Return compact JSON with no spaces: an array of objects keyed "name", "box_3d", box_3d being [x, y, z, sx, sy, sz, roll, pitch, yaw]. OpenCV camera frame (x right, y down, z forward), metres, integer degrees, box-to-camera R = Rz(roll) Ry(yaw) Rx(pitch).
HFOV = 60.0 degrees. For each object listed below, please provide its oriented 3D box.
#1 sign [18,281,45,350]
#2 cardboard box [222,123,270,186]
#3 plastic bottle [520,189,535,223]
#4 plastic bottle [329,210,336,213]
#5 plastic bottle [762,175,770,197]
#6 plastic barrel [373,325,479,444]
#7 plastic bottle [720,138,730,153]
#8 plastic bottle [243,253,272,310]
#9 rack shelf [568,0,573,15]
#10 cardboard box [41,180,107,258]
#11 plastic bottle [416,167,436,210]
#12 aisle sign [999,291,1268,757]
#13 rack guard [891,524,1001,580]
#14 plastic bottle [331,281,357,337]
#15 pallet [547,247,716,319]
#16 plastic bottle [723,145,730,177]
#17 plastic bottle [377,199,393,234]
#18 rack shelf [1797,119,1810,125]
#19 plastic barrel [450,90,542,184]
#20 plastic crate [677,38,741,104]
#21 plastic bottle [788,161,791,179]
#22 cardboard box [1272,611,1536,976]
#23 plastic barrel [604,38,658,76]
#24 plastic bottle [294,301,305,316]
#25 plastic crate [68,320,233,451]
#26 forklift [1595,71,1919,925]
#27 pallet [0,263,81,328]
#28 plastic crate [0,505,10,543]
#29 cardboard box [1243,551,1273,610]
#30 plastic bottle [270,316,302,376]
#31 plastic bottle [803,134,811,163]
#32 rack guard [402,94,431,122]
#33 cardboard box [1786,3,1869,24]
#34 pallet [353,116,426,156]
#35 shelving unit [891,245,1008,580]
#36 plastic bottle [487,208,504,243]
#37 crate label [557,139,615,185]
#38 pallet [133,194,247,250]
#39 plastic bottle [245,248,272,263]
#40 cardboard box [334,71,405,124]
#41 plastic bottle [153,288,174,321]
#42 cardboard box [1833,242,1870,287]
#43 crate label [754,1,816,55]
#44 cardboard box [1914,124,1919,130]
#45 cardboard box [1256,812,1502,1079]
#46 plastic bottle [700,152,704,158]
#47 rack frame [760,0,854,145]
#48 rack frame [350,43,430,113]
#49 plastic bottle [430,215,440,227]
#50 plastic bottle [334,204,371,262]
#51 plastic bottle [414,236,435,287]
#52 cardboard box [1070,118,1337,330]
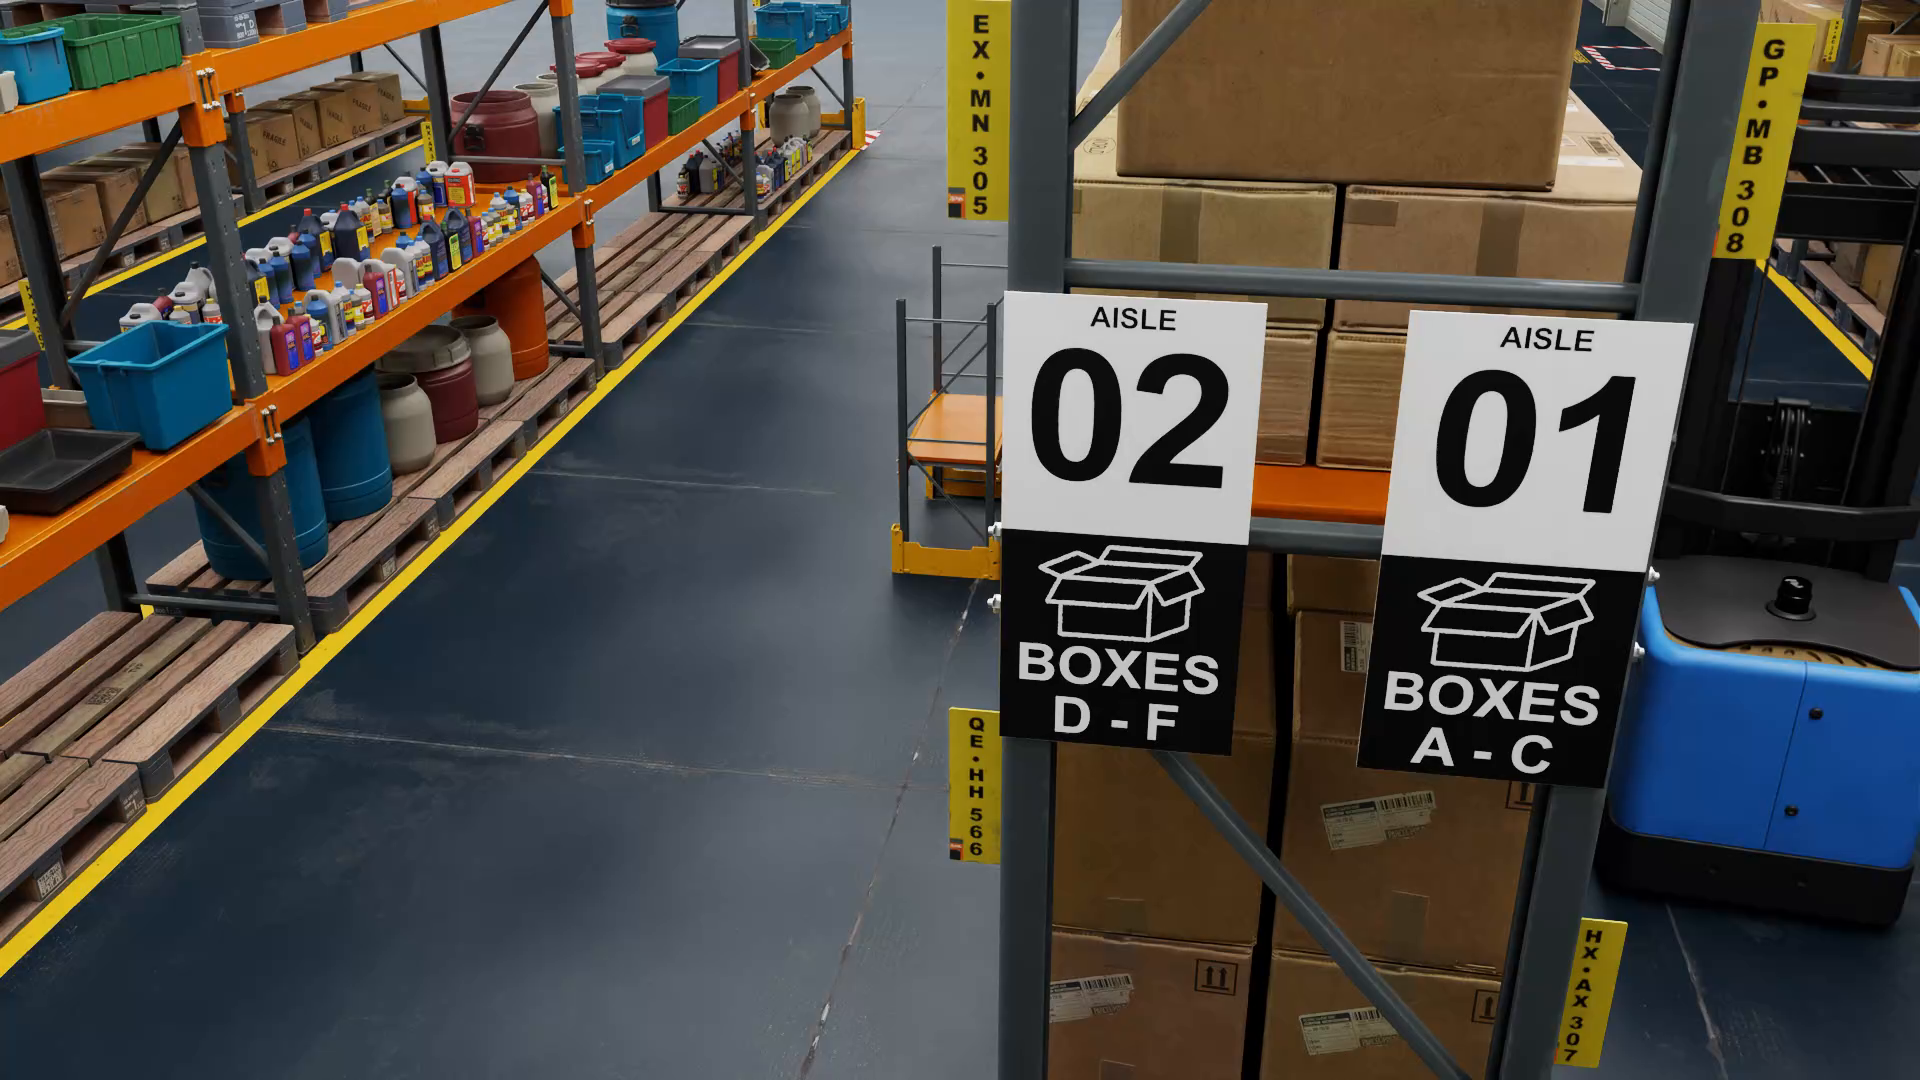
[{"name":"sign","box_3d":[-4.200,-1.019,7.561,0.100,0.325,0.005,4,25,9]},{"name":"cardboard box","box_3d":[-7.132,-3.766,16.211,0.500,0.500,0.500,3,25,7]},{"name":"plastic bottle","box_3d":[-2.724,-2.095,10.422,0.097,0.201,0.097,0,25,0]},{"name":"plastic bottle","box_3d":[-3.628,-1.781,9.668,0.097,0.271,0.097,0,25,0]},{"name":"plastic bottle","box_3d":[-1.832,-3.320,15.587,0.097,0.201,0.097,0,25,0]},{"name":"plastic barrel","box_3d":[-3.252,-0.947,10.085,0.600,0.588,0.708,4,25,9]},{"name":"plastic bottle","box_3d":[-2.373,-3.915,16.775,0.097,0.271,0.097,0,25,0]},{"name":"plastic bottle","box_3d":[-3.658,-1.306,8.561,0.144,0.351,0.185,4,25,9]},{"name":"rack shelf","box_3d":[-2.677,-4.397,12.415,1.077,0.370,4.000,4,25,9]},{"name":"cardboard box","box_3d":[-7.637,-2.690,13.888,0.700,0.500,0.500,6,26,13]},{"name":"plastic bottle","box_3d":[-3.439,-2.264,10.700,0.097,0.271,0.097,0,25,0]},{"name":"aisle sign","box_3d":[0.261,-0.007,2.660,0.394,0.787,0.004,4,25,9]},{"name":"rack guard","box_3d":[-0.069,0.063,8.820,0.587,0.250,0.087,4,25,9]},{"name":"plastic bottle","box_3d":[-3.100,-1.163,8.348,0.097,0.271,0.097,0,25,0]},{"name":"pallet","box_3d":[-2.637,-2.094,13.476,1.003,0.211,1.213,4,25,9]},{"name":"plastic bottle","box_3d":[-2.310,-3.734,16.375,0.061,0.283,0.133,4,25,9]},{"name":"plastic bottle","box_3d":[-3.537,-1.983,10.182,0.097,0.201,0.097,0,25,0]},{"name":"rack shelf","box_3d":[7.750,-4.025,15.158,1.077,0.370,4.000,4,25,9]},{"name":"plastic barrel","box_3d":[-3.227,-2.804,11.542,0.600,0.536,0.708,4,25,9]},{"name":"plastic crate","box_3d":[-2.127,-4.006,14.194,0.402,0.464,0.583,4,25,9]},{"name":"plastic bottle","box_3d":[-1.709,-3.637,16.263,0.097,0.201,0.097,0,25,0]},{"name":"cardboard box","box_3d":[0.907,0.498,3.351,0.500,0.500,0.500,5,26,10]},{"name":"plastic barrel","box_3d":[-2.723,-3.877,13.834,0.433,0.535,0.433,0,25,0]},{"name":"plastic bottle","box_3d":[-3.272,-1.085,8.265,0.097,0.201,0.097,0,25,0]},{"name":"plastic crate","box_3d":[-3.397,-0.655,7.060,0.392,0.384,0.575,4,25,9]},{"name":"forklift","box_3d":[3.328,-0.523,6.910,1.130,2.935,3.031,6,26,14]},{"name":"pallet","box_3d":[-7.761,-1.934,13.133,1.003,0.211,1.213,4,25,9]},{"name":"plastic crate","box_3d":[-3.646,-0.013,5.980,0.293,0.136,0.466,4,25,9]},{"name":"cardboard box","box_3d":[0.458,0.249,3.883,0.500,0.500,0.500,5,25,10]},{"name":"plastic bottle","box_3d":[-3.177,-0.925,7.826,0.061,0.283,0.133,4,25,9]},{"name":"plastic bottle","box_3d":[-1.565,-3.994,16.929,0.061,0.283,0.133,5,25,10]},{"name":"rack guard","box_3d":[-6.595,-5.052,19.454,1.175,0.500,0.348,4,25,9]},{"name":"cardboard box","box_3d":[7.272,-4.223,14.002,0.500,0.500,0.500,4,25,8]},{"name":"pallet","box_3d":[-6.763,-4.584,18.795,1.003,0.211,1.213,4,25,9]},{"name":"shelving unit","box_3d":[0.012,-0.711,9.000,0.587,1.500,1.083,4,25,9]},{"name":"plastic bottle","box_3d":[-2.803,-1.892,9.987,0.097,0.201,0.097,0,25,0]},{"name":"crate label","box_3d":[-2.565,-2.602,11.468,0.303,0.233,0.416,4,25,9]},{"name":"pallet","box_3d":[-7.362,-2.955,15.314,1.003,0.211,1.213,4,25,9]},{"name":"plastic bottle","box_3d":[-3.748,-1.405,8.861,0.152,0.276,0.135,4,25,9]},{"name":"cardboard box","box_3d":[-6.701,-5.014,18.878,0.500,0.500,0.500,9,27,18]},{"name":"plastic bottle","box_3d":[-3.919,-1.089,8.175,0.061,0.283,0.133,4,25,9]},{"name":"cardboard box","box_3d":[7.320,-2.272,12.995,0.700,0.500,0.500,5,26,10]},{"name":"crate label","box_3d":[-1.730,-5.101,16.567,0.502,0.435,0.616,4,25,9]},{"name":"cardboard box","box_3d":[7.132,-3.037,11.563,0.700,0.500,0.500,8,26,16]},{"name":"cardboard box","box_3d":[0.907,0.951,3.563,0.500,0.500,0.500,5,25,10]},{"name":"plastic bottle","box_3d":[-2.512,-3.610,16.109,0.061,0.283,0.133,6,26,12]},{"name":"rack frame","box_3d":[-1.696,-5.873,18.259,1.000,3.000,0.127,4,25,9]},{"name":"rack frame","box_3d":[-6.583,-6.216,18.992,1.000,3.000,0.127,4,25,9]},{"name":"plastic bottle","box_3d":[-3.008,-1.730,9.546,0.061,0.283,0.133,4,25,9]},{"name":"plastic bottle","box_3d":[-3.478,-1.746,9.499,0.144,0.351,0.185,4,25,9]},{"name":"plastic bottle","box_3d":[-2.955,-1.535,9.143,0.097,0.271,0.097,0,25,0]},{"name":"cardboard box","box_3d":[0.407,-0.586,3.013,0.500,0.250,0.500,4,25,9]}]
